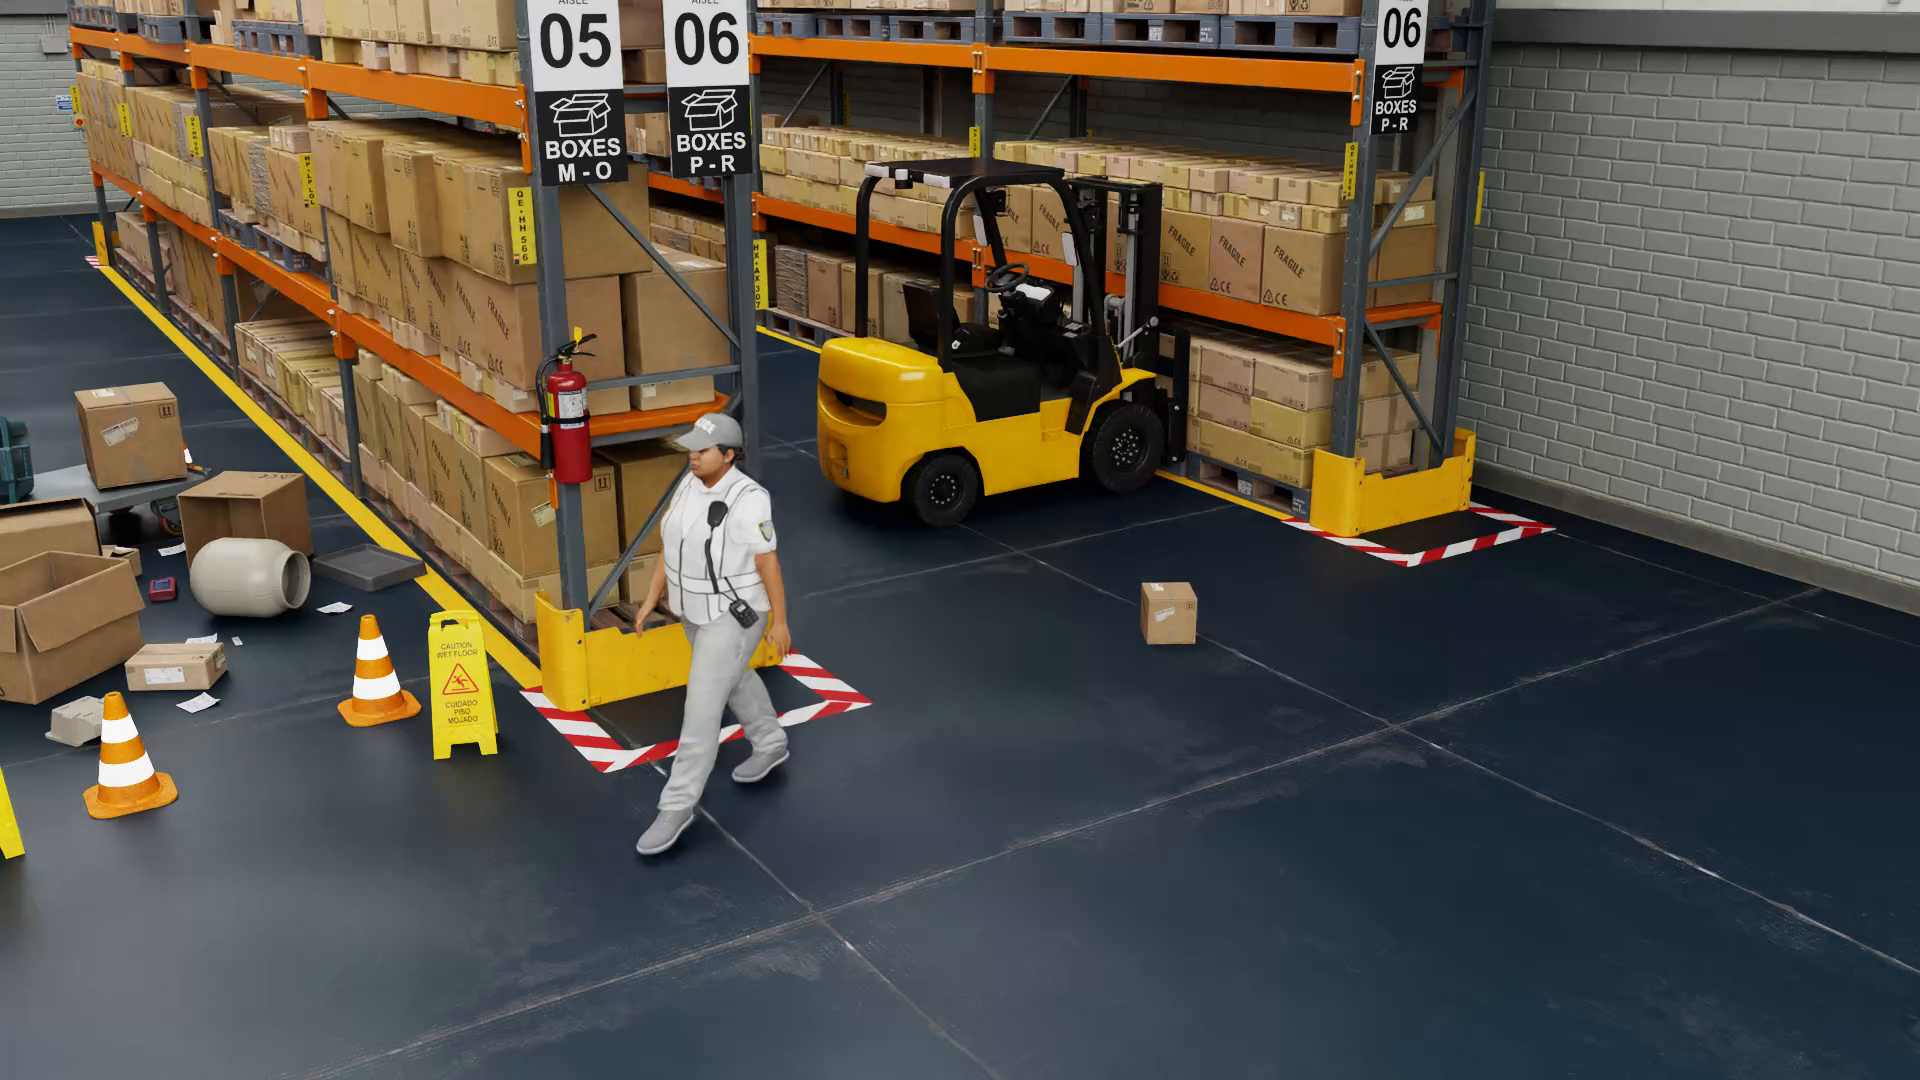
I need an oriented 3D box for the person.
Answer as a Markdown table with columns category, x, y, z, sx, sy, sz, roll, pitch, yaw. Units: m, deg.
| category | x | y | z | sx | sy | sz | roll | pitch | yaw |
| --- | --- | --- | --- | --- | --- | --- | --- | --- | --- |
| person | -1.038 | 0.300 | 6.598 | 0.921 | 1.619 | 0.517 | -17 | 24 | -41 |
